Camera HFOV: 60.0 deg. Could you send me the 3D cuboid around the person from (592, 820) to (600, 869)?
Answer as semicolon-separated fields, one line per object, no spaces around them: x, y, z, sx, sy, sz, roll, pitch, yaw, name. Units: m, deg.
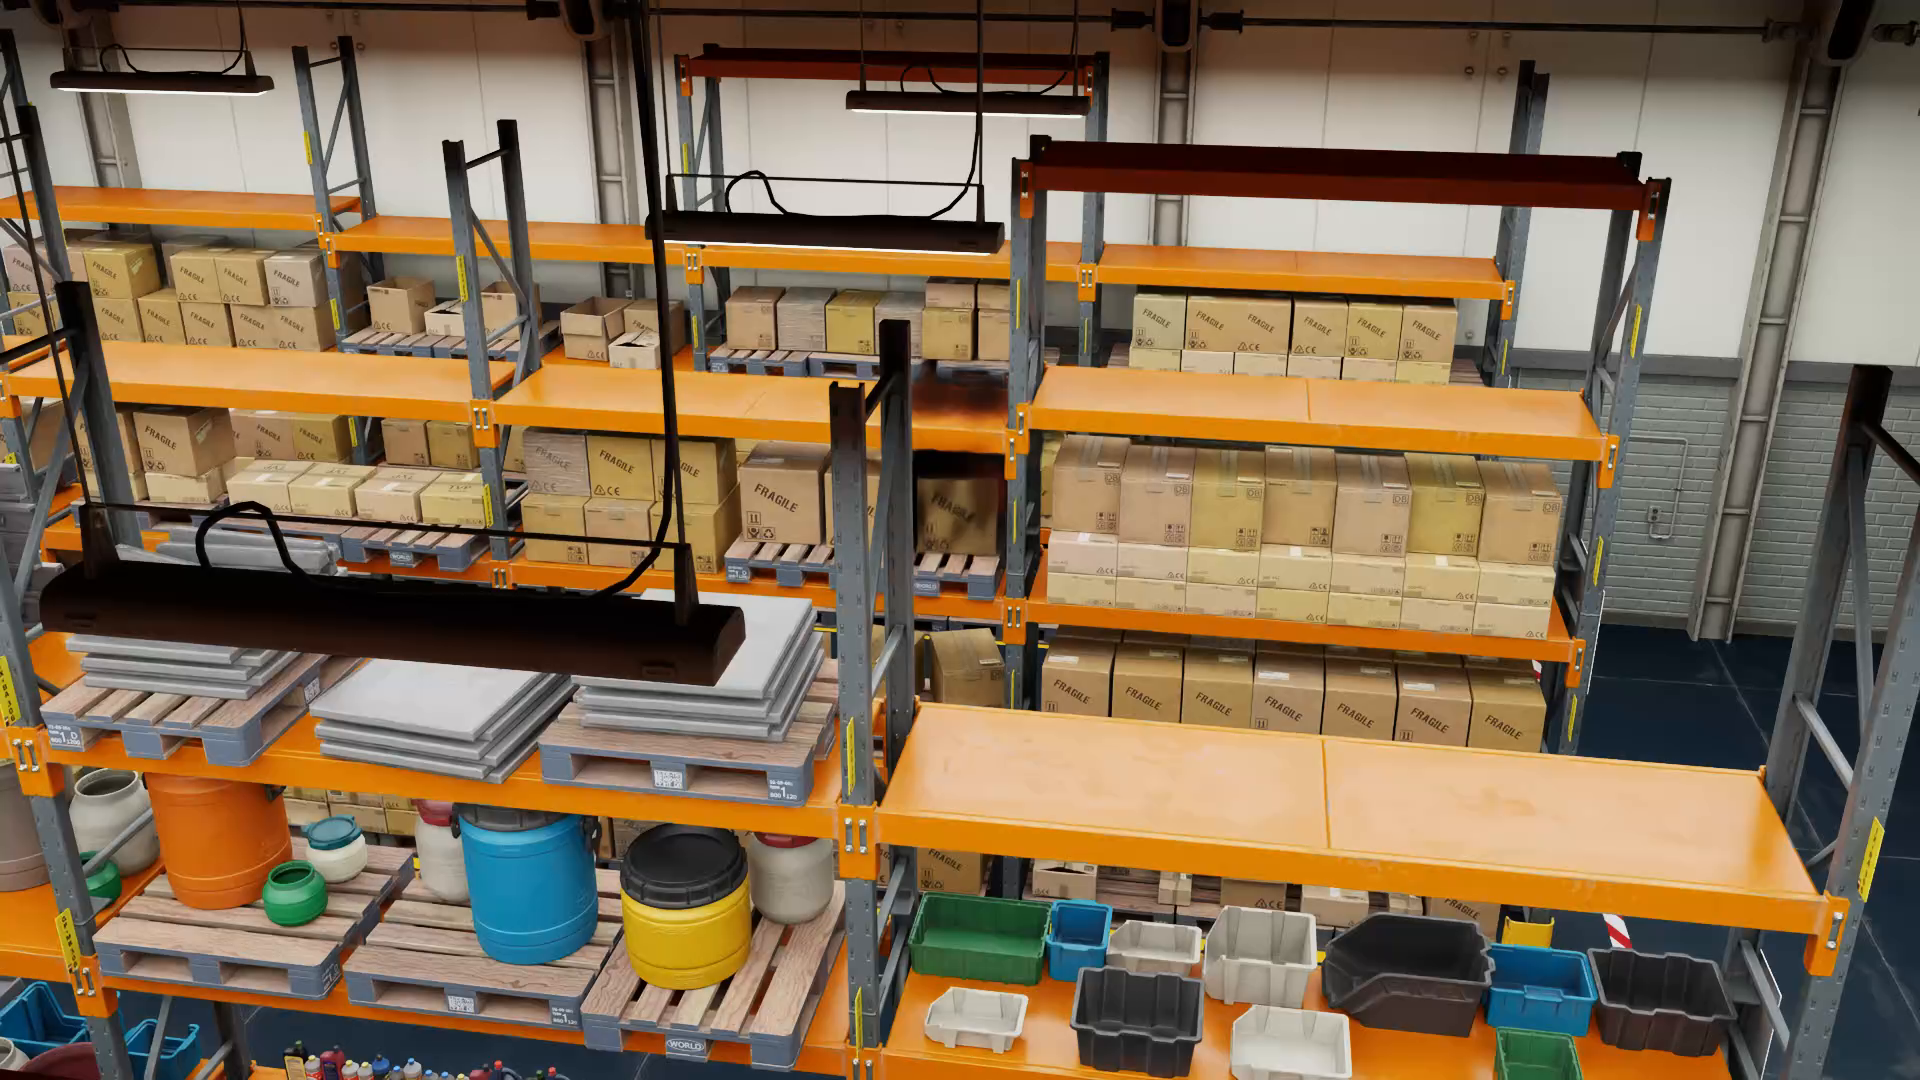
-2.939;2.441;12.386;0.577;1.714;0.365;-1;23;-1;person
